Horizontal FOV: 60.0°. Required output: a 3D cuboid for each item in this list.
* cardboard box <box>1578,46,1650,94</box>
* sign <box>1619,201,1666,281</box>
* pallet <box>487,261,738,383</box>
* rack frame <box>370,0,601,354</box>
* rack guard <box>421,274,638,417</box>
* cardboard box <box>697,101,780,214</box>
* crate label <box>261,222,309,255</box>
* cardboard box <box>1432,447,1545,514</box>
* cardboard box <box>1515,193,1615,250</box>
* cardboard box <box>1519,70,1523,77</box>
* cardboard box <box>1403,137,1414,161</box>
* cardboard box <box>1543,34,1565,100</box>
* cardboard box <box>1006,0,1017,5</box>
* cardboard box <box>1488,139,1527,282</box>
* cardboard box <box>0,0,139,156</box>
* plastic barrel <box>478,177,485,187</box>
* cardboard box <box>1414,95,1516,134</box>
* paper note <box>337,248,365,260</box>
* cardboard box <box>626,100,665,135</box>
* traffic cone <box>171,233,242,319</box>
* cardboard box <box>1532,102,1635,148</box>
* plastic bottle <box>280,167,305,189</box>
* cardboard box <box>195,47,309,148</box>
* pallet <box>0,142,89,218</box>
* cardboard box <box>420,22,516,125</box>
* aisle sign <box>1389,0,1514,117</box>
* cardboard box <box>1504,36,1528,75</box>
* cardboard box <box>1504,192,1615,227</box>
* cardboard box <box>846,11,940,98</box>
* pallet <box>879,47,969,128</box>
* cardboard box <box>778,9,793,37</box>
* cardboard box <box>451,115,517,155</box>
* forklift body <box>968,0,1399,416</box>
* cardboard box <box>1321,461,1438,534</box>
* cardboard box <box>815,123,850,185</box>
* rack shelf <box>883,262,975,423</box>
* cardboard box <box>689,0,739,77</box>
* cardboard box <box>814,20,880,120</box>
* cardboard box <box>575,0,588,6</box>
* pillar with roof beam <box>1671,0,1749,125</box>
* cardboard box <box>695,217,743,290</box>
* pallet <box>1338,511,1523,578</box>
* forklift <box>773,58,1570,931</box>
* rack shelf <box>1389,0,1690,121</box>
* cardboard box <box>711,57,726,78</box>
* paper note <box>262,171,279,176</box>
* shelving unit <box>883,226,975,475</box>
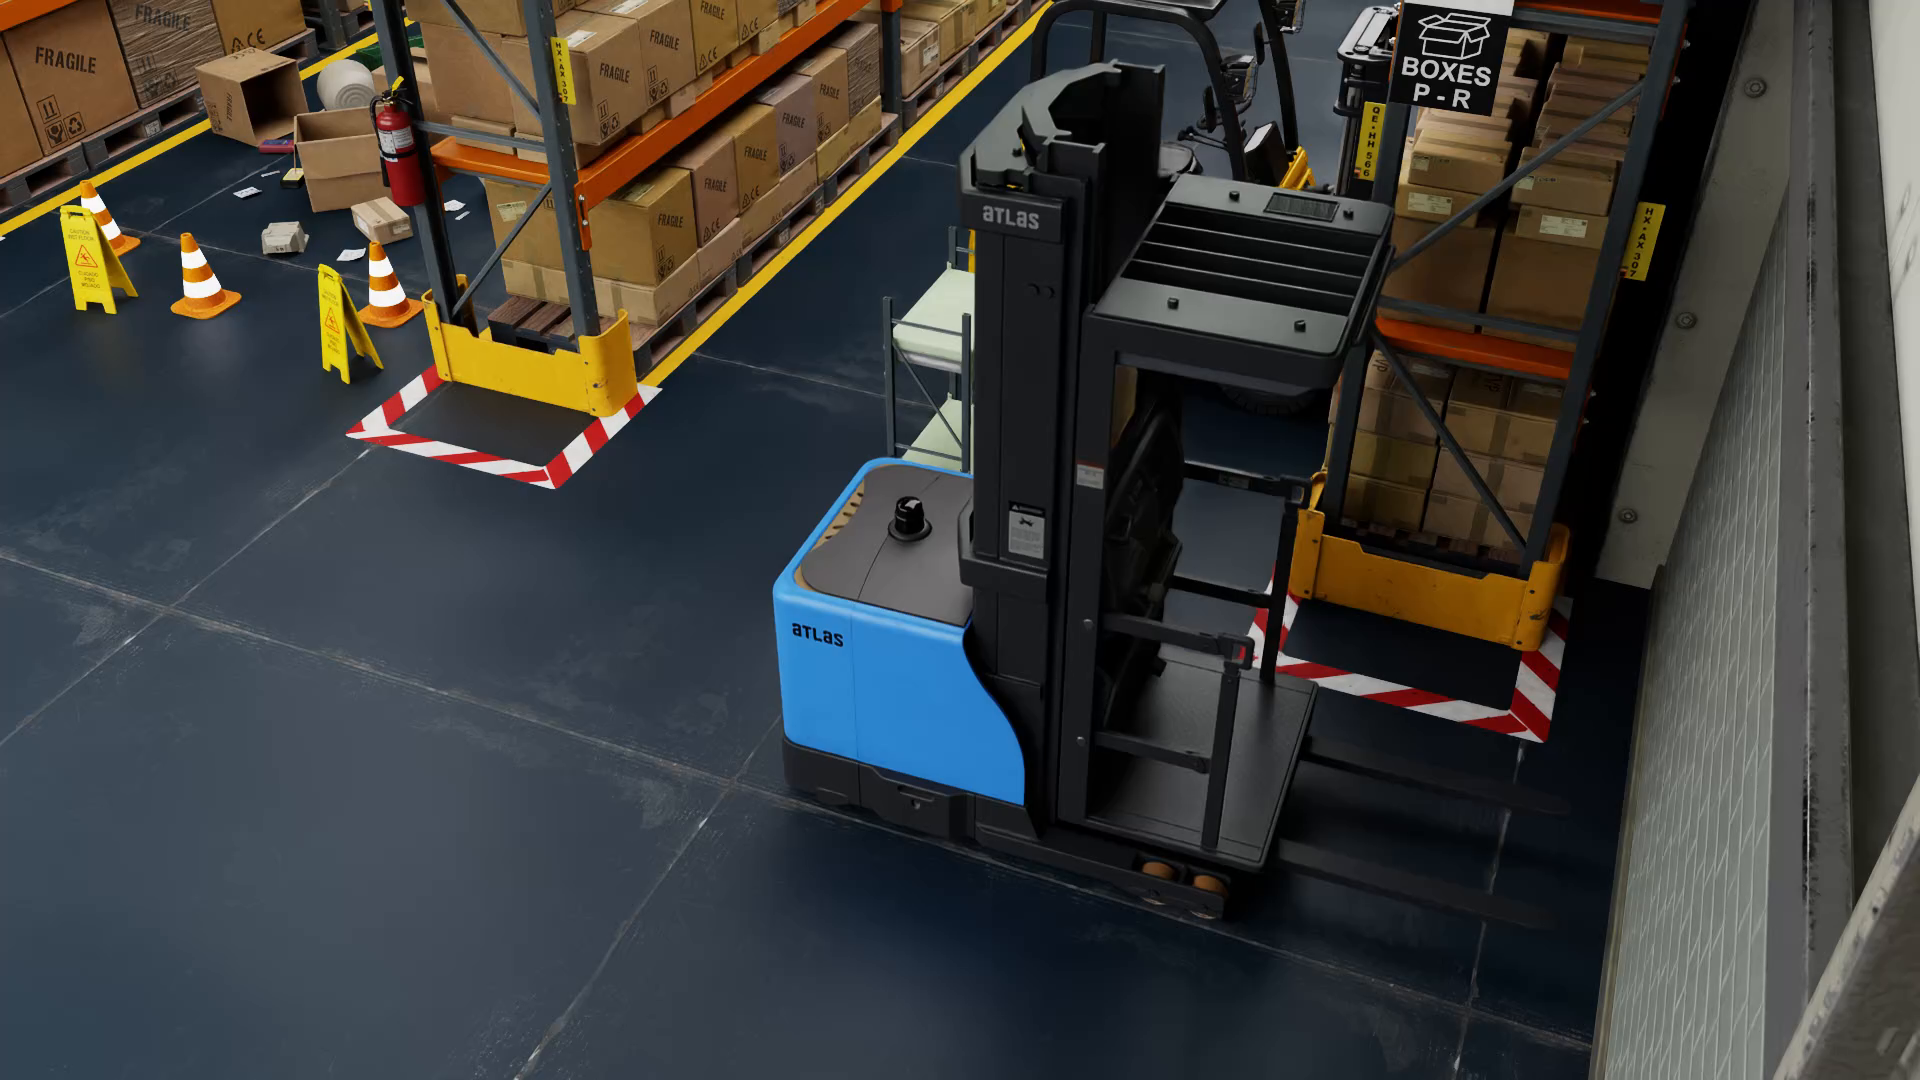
[{"bbox_3d":[3.083,-2.173,7.778,0.380,0.149,0.250,13,39,17],"label":"cardboard box"},{"bbox_3d":[2.675,-1.171,6.522,0.100,0.325,0.005,14,39,18],"label":"sign"},{"bbox_3d":[-2.057,-1.418,9.970,1.003,0.211,1.213,14,39,18],"label":"pallet"},{"bbox_3d":[-2.428,-2.051,8.488,1.000,3.000,0.127,14,39,18],"label":"rack frame"},{"bbox_3d":[-2.399,-1.092,9.293,1.175,0.500,0.348,14,39,18],"label":"rack guard"},{"bbox_3d":[-1.464,-2.381,10.250,0.500,0.500,0.500,15,39,19],"label":"cardboard box"},{"bbox_3d":[-4.371,-1.950,10.745,0.250,0.136,0.298,-5,37,-6],"label":"crate label"},{"bbox_3d":[2.535,-0.402,7.811,0.500,0.250,0.500,15,39,19],"label":"cardboard box"},{"bbox_3d":[2.533,-1.351,6.926,0.380,0.149,0.250,13,39,17],"label":"cardboard box"},{"bbox_3d":[2.502,-2.194,8.054,0.380,0.149,0.250,14,39,18],"label":"cardboard box"},{"bbox_3d":[2.106,-1.626,7.295,0.380,0.149,0.250,14,39,18],"label":"cardboard box"},{"bbox_3d":[2.901,-2.418,8.896,0.500,0.500,0.500,13,39,17],"label":"cardboard box"},{"bbox_3d":[0.118,-4.875,14.111,0.950,0.372,0.625,13,39,17],"label":"cardboard box"},{"bbox_3d":[2.314,-1.580,7.774,0.500,0.500,0.500,15,39,19],"label":"cardboard box"},{"bbox_3d":[-6.514,-3.318,11.607,0.875,0.875,0.875,13,39,17],"label":"cardboard box"},{"bbox_3d":[-3.042,-2.507,11.251,0.421,0.421,0.512,-17,40,-22],"label":"plastic barrel"},{"bbox_3d":[2.245,-1.882,7.389,0.380,0.149,0.250,15,39,19],"label":"cardboard box"},{"bbox_3d":[-3.909,-1.838,10.684,0.148,0.019,0.142,1,37,2],"label":"paper note"},{"bbox_3d":[-1.848,-2.362,9.115,0.380,0.149,0.250,13,39,16],"label":"cardboard box"},{"bbox_3d":[-4.613,-1.631,10.046,0.336,0.463,0.334,14,39,18],"label":"traffic cone"},{"bbox_3d":[2.707,-1.765,7.232,0.380,0.149,0.250,15,39,19],"label":"cardboard box"},{"bbox_3d":[-4.625,-2.537,11.593,0.133,0.061,0.283,1,37,2],"label":"plastic bottle"},{"bbox_3d":[-5.164,-3.244,12.170,0.500,0.500,0.500,21,42,25],"label":"cardboard box"},{"bbox_3d":[-6.812,-2.466,11.373,1.003,0.211,1.213,14,39,18],"label":"pallet"},{"bbox_3d":[-2.476,-2.573,8.855,0.500,0.500,0.500,13,39,17],"label":"cardboard box"},{"bbox_3d":[1.867,-1.994,6.241,0.394,0.787,0.004,14,39,18],"label":"aisle sign"},{"bbox_3d":[2.498,-2.317,7.970,0.380,0.149,0.250,15,39,19],"label":"cardboard box"},{"bbox_3d":[2.787,-1.467,7.623,0.500,0.500,0.500,15,39,19],"label":"cardboard box"},{"bbox_3d":[-0.709,-3.672,12.501,0.950,0.372,0.625,14,39,18],"label":"cardboard box"},{"bbox_3d":[-0.611,-3.580,12.863,1.003,0.211,1.213,14,39,18],"label":"pallet"},{"bbox_3d":[-1.255,-3.219,10.261,0.380,0.149,0.250,13,39,17],"label":"cardboard box"},{"bbox_3d":[-2.484,-2.206,8.906,0.380,0.149,0.250,15,39,19],"label":"cardboard box"},{"bbox_3d":[1.198,-2.048,9.193,2.313,2.155,1.214,14,39,18],"label":"forklift body"},{"bbox_3d":[2.050,-0.321,8.120,0.500,0.250,0.500,14,39,18],"label":"cardboard box"},{"bbox_3d":[-1.076,-2.647,11.231,0.500,0.250,0.500,13,39,17],"label":"cardboard box"},{"bbox_3d":[-0.003,-0.910,7.562,0.431,0.370,0.720,14,39,18],"label":"rack shelf"},{"bbox_3d":[-1.604,-2.979,9.398,0.500,0.500,0.500,13,39,17],"label":"cardboard box"},{"bbox_3d":[-0.883,-3.244,11.404,0.500,0.500,0.500,13,39,17],"label":"cardboard box"},{"bbox_3d":[-2.236,-3.221,8.887,0.700,0.500,0.500,14,39,18],"label":"cardboard box"},{"bbox_3d":[1.564,-7.808,11.180,9.100,9.000,0.400,14,39,18],"label":"pillar with roof beam"},{"bbox_3d":[-1.664,-1.782,10.075,0.500,0.250,0.500,15,39,19],"label":"cardboard box"},{"bbox_3d":[2.416,-0.238,8.392,1.003,0.211,1.213,14,39,18],"label":"pallet"},{"bbox_3d":[0.849,-0.096,5.931,3.031,2.935,1.130,13,39,16],"label":"forklift"},{"bbox_3d":[2.925,-2.943,7.777,1.077,0.370,4.000,14,39,18],"label":"rack shelf"},{"bbox_3d":[-1.597,-2.803,9.705,0.380,0.149,0.250,15,39,19],"label":"cardboard box"},{"bbox_3d":[-4.845,-2.575,11.687,0.123,0.001,0.032,-25,43,-29],"label":"paper note"},{"bbox_3d":[-0.003,-0.597,7.796,0.431,1.500,0.755,14,39,18],"label":"shelving unit"}]
